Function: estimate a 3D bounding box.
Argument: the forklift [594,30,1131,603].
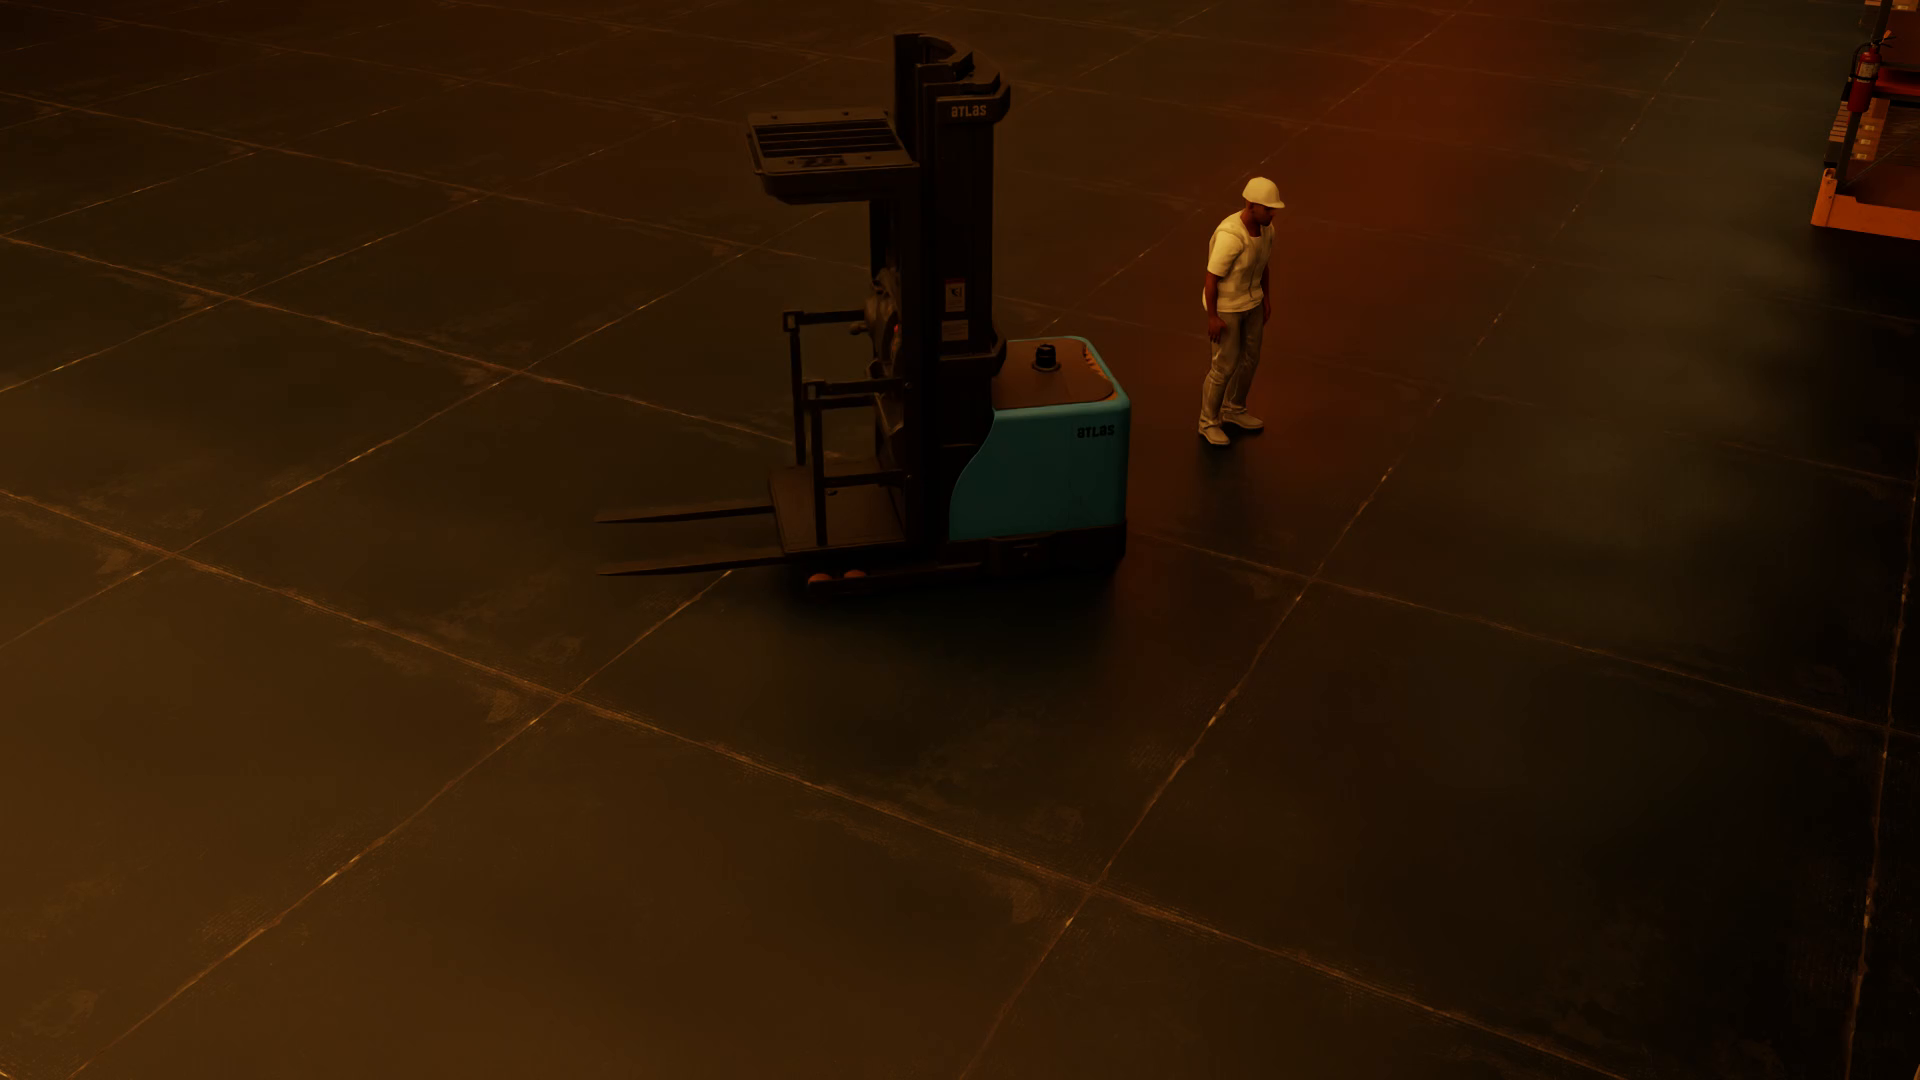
[{"bbox_3d":[-0.606,-1.200,9.149,3.031,2.935,1.130,-6,30,-10],"label":"forklift"}]

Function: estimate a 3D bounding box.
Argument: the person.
[{"bbox_3d":[1.835,-1.519,10.878,0.628,1.759,0.462,-26,39,-37],"label":"person"}]
